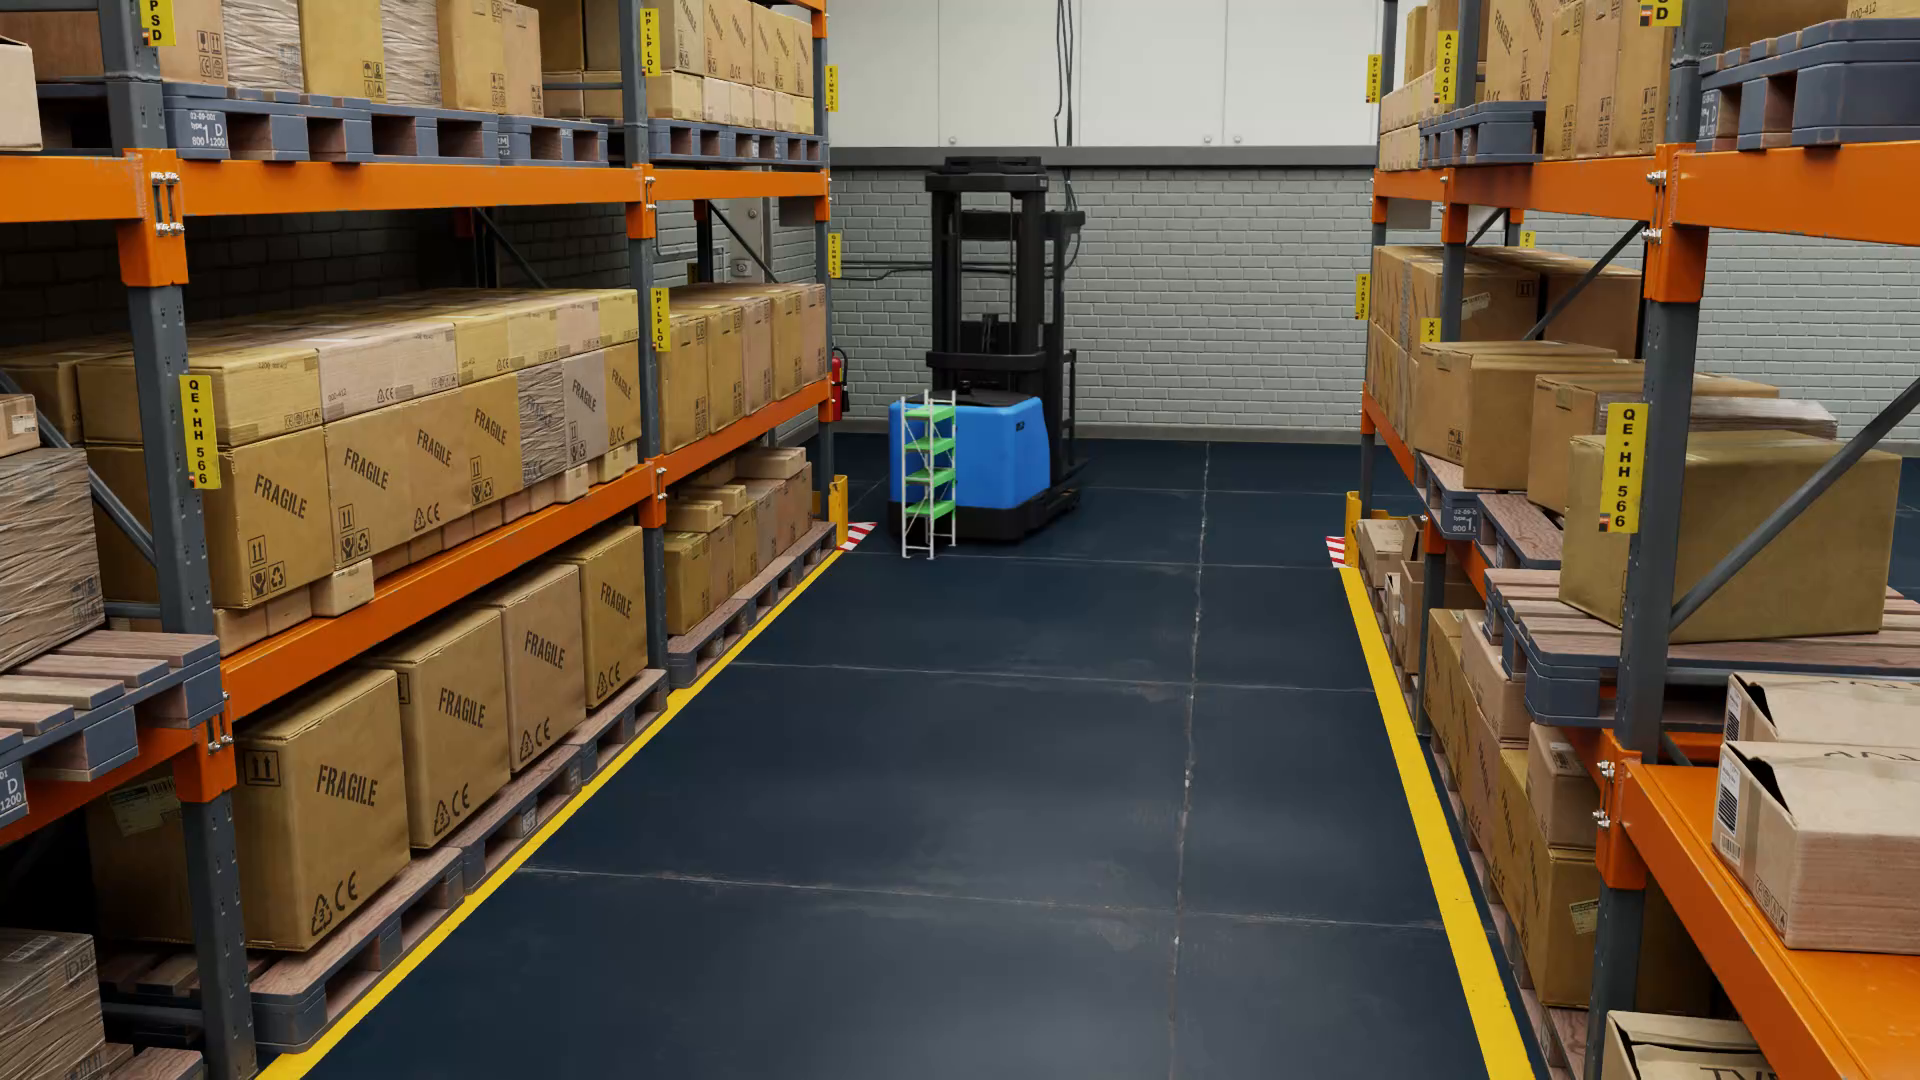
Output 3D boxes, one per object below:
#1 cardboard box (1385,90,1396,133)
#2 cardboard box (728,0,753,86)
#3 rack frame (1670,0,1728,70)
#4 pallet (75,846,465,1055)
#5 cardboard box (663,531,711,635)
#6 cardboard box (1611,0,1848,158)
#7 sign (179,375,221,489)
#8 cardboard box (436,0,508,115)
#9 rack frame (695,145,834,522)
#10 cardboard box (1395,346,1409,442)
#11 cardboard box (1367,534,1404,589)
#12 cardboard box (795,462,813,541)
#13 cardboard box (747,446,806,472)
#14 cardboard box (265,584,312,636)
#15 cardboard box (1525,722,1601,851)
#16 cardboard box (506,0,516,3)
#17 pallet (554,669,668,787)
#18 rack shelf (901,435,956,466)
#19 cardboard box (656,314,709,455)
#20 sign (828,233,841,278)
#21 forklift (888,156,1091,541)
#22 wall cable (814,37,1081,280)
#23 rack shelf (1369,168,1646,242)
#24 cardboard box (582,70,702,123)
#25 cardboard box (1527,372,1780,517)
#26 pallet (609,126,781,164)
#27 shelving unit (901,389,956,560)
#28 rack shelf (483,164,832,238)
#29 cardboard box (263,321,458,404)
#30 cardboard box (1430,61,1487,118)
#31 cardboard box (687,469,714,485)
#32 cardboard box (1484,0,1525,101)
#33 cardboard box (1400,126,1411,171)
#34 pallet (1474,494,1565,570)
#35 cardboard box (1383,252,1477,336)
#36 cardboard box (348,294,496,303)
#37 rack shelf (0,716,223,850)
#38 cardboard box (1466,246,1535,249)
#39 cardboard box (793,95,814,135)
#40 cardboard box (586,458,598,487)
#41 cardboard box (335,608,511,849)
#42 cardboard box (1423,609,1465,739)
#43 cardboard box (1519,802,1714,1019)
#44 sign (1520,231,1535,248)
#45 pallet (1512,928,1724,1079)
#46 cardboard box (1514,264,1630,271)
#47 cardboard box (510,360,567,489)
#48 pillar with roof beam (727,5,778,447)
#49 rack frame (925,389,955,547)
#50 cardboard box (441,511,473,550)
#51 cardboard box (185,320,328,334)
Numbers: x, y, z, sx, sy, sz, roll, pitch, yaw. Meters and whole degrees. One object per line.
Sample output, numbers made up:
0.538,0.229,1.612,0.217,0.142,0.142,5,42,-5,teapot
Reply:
3.002,-2.735,10.614,0.500,0.250,0.500,2,12,9,cardboard box
-1.558,-2.990,9.972,0.500,0.500,0.500,2,12,9,cardboard box
2.191,-2.567,3.547,1.000,3.000,0.127,2,12,9,rack frame
-2.508,1.407,5.964,1.003,0.211,1.213,2,12,9,pallet
-1.872,0.237,9.710,0.700,0.500,0.500,2,12,9,cardboard box
2.225,-1.242,4.279,0.910,0.500,0.500,2,12,9,cardboard box
-2.166,-0.306,4.734,0.100,0.325,0.005,2,12,9,sign
-2.354,-2.060,7.030,0.700,0.500,0.500,2,12,8,cardboard box
-1.474,-1.460,12.647,1.000,3.000,0.127,2,12,9,rack frame
2.785,-0.843,9.548,0.500,0.500,0.500,2,12,10,cardboard box
2.904,0.141,10.701,0.500,0.250,0.500,2,12,9,cardboard box
-1.482,-0.294,12.175,0.700,0.500,0.500,2,12,9,cardboard box
-1.322,-0.579,11.956,0.380,0.149,0.250,2,12,8,cardboard box
-2.377,0.205,5.470,0.380,0.149,0.250,2,12,9,cardboard box
2.108,0.791,5.311,0.500,0.250,0.500,2,12,11,cardboard box
-2.354,-2.545,7.501,0.500,0.250,0.500,3,12,13,cardboard box
-2.133,0.899,8.321,1.003,0.211,1.213,2,12,9,pallet
-0.233,-0.668,12.407,0.258,0.148,0.480,4,13,19,rack shelf
-1.989,-0.886,9.274,0.980,0.700,0.700,2,12,10,cardboard box
-0.940,-2.121,12.405,0.100,0.325,0.005,2,12,9,sign
0.398,-1.693,13.890,1.130,2.935,3.031,4,13,19,forklift
-0.251,-4.040,17.752,3.097,2.526,0.112,2,12,9,wall cable
3.114,-1.998,9.734,1.077,0.370,4.000,2,12,9,rack shelf
-1.722,-2.410,9.057,0.500,0.250,0.500,2,12,8,cardboard box
2.596,-0.352,6.272,0.700,0.500,0.500,-1,12,-6,cardboard box
-1.763,-2.473,10.441,1.003,0.211,1.213,2,12,9,pallet
-0.233,-0.495,12.444,0.258,1.200,0.503,4,13,19,shelving unit
-1.781,-2.158,10.475,1.077,0.370,4.000,2,12,9,rack shelf
-2.224,-0.667,6.200,0.500,0.250,0.500,2,12,9,cardboard box
2.613,-2.215,8.200,0.500,0.250,0.500,2,12,9,cardboard box
-1.854,-0.380,11.033,0.380,0.149,0.250,2,12,9,cardboard box
2.656,-2.134,7.186,0.600,0.600,0.600,1,12,3,cardboard box
2.856,-2.282,9.700,0.500,0.250,0.500,2,12,9,cardboard box
2.486,0.054,6.078,1.003,0.211,1.213,2,12,9,pallet
2.938,-1.541,10.413,0.500,0.500,0.500,2,12,9,cardboard box
-2.491,-1.001,7.749,0.500,0.250,0.500,2,12,9,cardboard box
-3.012,0.973,3.064,1.077,0.370,4.000,2,12,9,rack shelf
3.625,-1.736,11.319,0.500,0.500,0.500,2,12,8,cardboard box
-1.324,-2.946,11.545,0.500,0.250,0.500,2,12,10,cardboard box
-1.961,-0.329,7.948,0.380,0.149,0.250,2,12,10,cardboard box
-2.320,0.720,6.638,0.750,0.750,0.750,2,12,8,cardboard box
2.491,0.632,7.829,0.500,0.500,0.500,1,12,6,cardboard box
2.103,1.170,5.335,0.500,0.500,0.500,2,12,11,cardboard box
3.967,-1.998,11.648,0.100,0.325,0.005,2,12,9,sign
2.344,1.574,5.188,1.003,0.211,1.213,2,12,9,pallet
3.236,-1.202,8.838,0.500,0.500,0.500,1,12,7,cardboard box
-2.065,-0.516,7.278,0.500,0.500,0.500,2,12,9,cardboard box
2.341,-4.843,14.106,9.100,9.000,0.400,2,12,9,pillar with roof beam
-0.153,-0.544,12.670,0.240,1.200,0.015,4,13,19,rack frame
-2.199,-0.062,6.711,0.380,0.149,0.250,2,12,9,cardboard box
-2.725,-0.682,6.269,0.500,0.250,0.500,2,12,7,cardboard box
